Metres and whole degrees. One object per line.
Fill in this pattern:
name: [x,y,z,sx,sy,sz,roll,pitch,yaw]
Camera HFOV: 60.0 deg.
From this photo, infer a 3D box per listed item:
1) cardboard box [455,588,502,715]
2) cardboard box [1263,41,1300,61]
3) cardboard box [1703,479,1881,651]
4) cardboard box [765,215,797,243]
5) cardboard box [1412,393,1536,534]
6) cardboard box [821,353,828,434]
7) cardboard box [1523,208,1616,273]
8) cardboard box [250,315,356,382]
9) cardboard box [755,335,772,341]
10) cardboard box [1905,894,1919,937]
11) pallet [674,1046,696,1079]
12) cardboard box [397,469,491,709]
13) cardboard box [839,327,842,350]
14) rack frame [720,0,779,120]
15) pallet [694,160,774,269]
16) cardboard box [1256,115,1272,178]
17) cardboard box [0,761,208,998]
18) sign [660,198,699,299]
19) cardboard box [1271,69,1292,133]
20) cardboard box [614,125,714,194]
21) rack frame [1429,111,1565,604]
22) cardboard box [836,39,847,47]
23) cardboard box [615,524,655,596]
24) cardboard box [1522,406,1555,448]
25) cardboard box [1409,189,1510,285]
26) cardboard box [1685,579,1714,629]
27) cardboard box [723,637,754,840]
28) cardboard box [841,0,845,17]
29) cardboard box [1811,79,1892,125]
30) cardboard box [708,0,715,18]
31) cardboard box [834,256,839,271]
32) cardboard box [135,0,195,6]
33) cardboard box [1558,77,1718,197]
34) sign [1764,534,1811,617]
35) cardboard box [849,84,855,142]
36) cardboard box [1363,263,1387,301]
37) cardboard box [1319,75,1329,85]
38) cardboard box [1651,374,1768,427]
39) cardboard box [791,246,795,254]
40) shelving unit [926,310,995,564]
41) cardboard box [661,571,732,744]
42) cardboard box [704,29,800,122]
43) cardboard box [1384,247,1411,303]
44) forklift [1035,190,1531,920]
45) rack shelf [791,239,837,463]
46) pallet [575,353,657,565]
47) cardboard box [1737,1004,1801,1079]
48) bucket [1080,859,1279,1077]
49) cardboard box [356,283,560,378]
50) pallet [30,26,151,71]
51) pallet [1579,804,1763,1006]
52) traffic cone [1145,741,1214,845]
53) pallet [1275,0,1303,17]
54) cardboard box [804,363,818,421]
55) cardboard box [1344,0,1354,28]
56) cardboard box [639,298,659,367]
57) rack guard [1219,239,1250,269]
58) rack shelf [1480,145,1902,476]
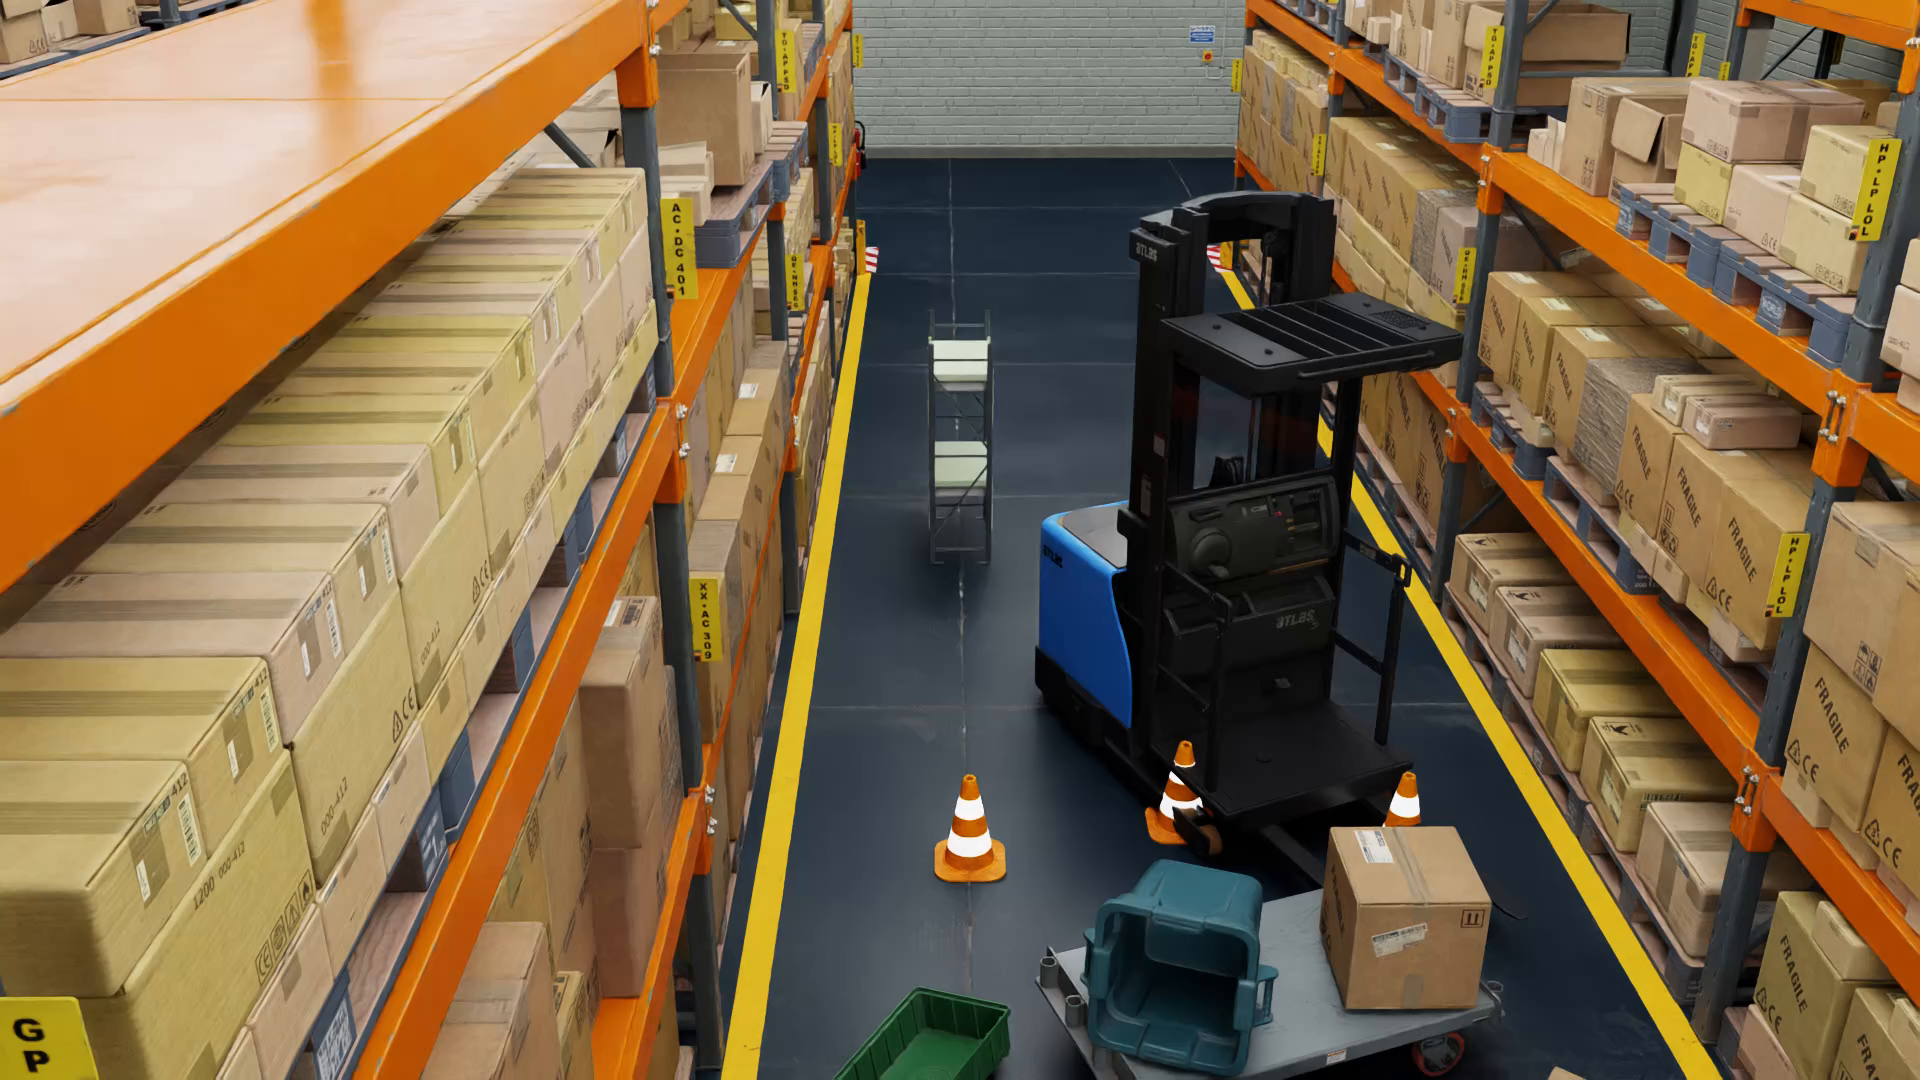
cardboard box: [-1.101,0.212,3.175,0.380,0.149,0.250,0,24,-1]
cardboard box: [3.080,-4.619,15.700,0.380,0.149,0.250,-1,24,-2]
cardboard box: [3.266,0.090,6.419,0.500,0.500,0.500,-1,24,-2]
cardboard box: [-1.318,-2.116,11.363,0.380,0.149,0.250,-1,24,-1]
cardboard box: [3.533,-0.505,10.795,0.875,0.875,0.875,0,24,-1]
cardboard box: [-1.270,-1.118,12.606,0.500,0.500,0.500,-1,24,-2]
cardboard box: [3.696,-1.702,10.039,0.500,0.500,0.500,-1,24,-2]
cardboard box: [-1.709,-0.337,3.905,0.500,0.250,0.500,-1,24,-1]
cardboard box: [-1.295,-1.195,10.047,0.380,0.149,0.250,-1,24,-1]
cardboard box: [3.239,1.213,5.234,0.380,0.149,0.250,0,24,1]
pallet: [-1.518,2.300,5.909,1.003,0.211,1.213,0,24,-1]
cardboard box: [-1.166,0.076,2.992,0.500,0.250,0.500,0,24,-1]
cardboard box: [-1.221,-1.734,14.395,0.380,0.149,0.250,0,24,1]
rack frame: [-1.491,-3.666,8.436,1.000,3.000,0.127,0,24,-1]
pallet: [-1.416,-1.488,7.488,1.003,0.211,1.213,1,24,2]
cardboard box: [3.109,-3.722,15.717,0.500,0.500,0.500,0,24,-1]
cardboard box: [-1.090,0.372,1.853,0.380,0.149,0.250,0,24,0]
sign: [-0.893,-0.926,5.294,0.100,0.325,0.005,0,24,-1]
cardboard box: [3.123,-3.965,15.041,0.500,0.500,0.500,0,24,0]
cardboard box: [-1.256,-1.599,7.037,0.396,0.266,0.258,0,24,-1]
rack frame: [3.457,-0.997,9.814,1.000,3.000,0.127,0,24,-1]
cardboard box: [-1.320,-4.470,15.797,0.500,0.500,0.500,-1,24,-2]
cardboard box: [-1.478,0.307,5.438,0.875,0.550,0.550,0,24,-1]
cardboard box: [3.183,-0.596,8.722,0.380,0.149,0.250,0,24,0]
cardboard box: [3.176,-1.921,10.523,0.500,0.500,0.500,0,24,0]
cardboard box: [3.234,0.255,6.841,0.380,0.149,0.250,-1,24,-2]
cardboard box: [-1.551,0.896,7.849,1.050,0.750,0.750,0,24,-1]
cardboard box: [-1.279,-4.708,14.561,0.500,0.250,0.500,1,24,2]
cardboard box: [8.085,-3.920,15.187,0.500,0.500,0.500,0,24,1]
cardboard box: [-1.650,-3.549,11.182,0.797,0.503,0.637,-1,24,-1]
cardboard box: [-1.323,-2.531,15.435,0.380,0.149,0.250,0,24,0]
cardboard box: [-6.565,-4.572,13.326,0.700,0.500,0.500,-2,24,-4]
cardboard box: [3.457,-2.018,8.311,0.700,0.500,0.500,0,24,-1]
sign: [2.946,0.128,5.922,0.100,0.325,0.005,0,24,-1]
cardboard box: [-1.317,-4.226,16.472,0.500,0.500,0.500,0,24,1]
cardboard box: [3.147,-1.764,11.691,0.500,0.250,0.500,-1,24,-1]
cardboard box: [3.205,-3.779,13.844,0.380,0.149,0.250,0,24,0]
cardboard box: [3.223,-0.602,7.163,0.380,0.149,0.250,-1,24,-3]
cardboard box: [-1.311,-1.876,11.192,0.380,0.149,0.250,0,24,-1]
shelving unit: [0.000,-0.681,10.935,0.431,1.500,0.755,0,24,-1]
cardboard box: [-1.184,0.452,6.489,0.500,0.500,0.500,0,24,0]
cardboard box: [-1.244,-2.787,10.012,0.500,0.500,0.500,0,24,-1]
cardboard box: [3.163,-1.777,11.114,0.500,0.250,0.500,-1,24,-2]
forklift: [1.505,-0.023,7.743,1.130,2.935,3.031,-11,27,-23]
rack shelf: [-1.513,-1.429,11.643,1.077,0.370,4.000,0,24,-1]
pallet: [-1.449,-0.274,4.683,1.003,0.211,1.213,0,24,-1]
cardboard box: [3.237,1.957,6.109,0.500,0.250,0.500,-1,24,-3]
bucket: [0.859,1.560,6.288,0.726,0.611,0.620,8,16,18]
cardboard box: [-1.112,-0.468,3.710,0.380,0.149,0.250,-1,24,-1]
pallet: [-6.437,-3.502,11.946,0.805,0.209,1.217,-1,24,-3]
pallet: [3.491,1.601,7.453,1.003,0.211,1.213,0,24,-1]
traffic cone: [1.084,1.188,8.062,0.336,0.463,0.334,0,24,-1]
pallet: [3.405,-4.810,14.712,1.003,0.211,1.213,0,24,-1]
cardboard box: [-1.255,-1.025,11.490,0.500,0.250,0.500,0,24,0]
cardboard box: [3.069,-3.934,12.322,0.396,0.266,0.258,0,24,-1]
cardboard box: [-1.124,-0.625,5.026,0.380,0.149,0.250,0,24,-1]
rack guard: [3.370,-3.164,17.639,1.175,0.500,0.348,0,24,-1]
rack shelf: [3.479,-1.211,7.521,1.077,0.370,4.000,0,24,-1]
